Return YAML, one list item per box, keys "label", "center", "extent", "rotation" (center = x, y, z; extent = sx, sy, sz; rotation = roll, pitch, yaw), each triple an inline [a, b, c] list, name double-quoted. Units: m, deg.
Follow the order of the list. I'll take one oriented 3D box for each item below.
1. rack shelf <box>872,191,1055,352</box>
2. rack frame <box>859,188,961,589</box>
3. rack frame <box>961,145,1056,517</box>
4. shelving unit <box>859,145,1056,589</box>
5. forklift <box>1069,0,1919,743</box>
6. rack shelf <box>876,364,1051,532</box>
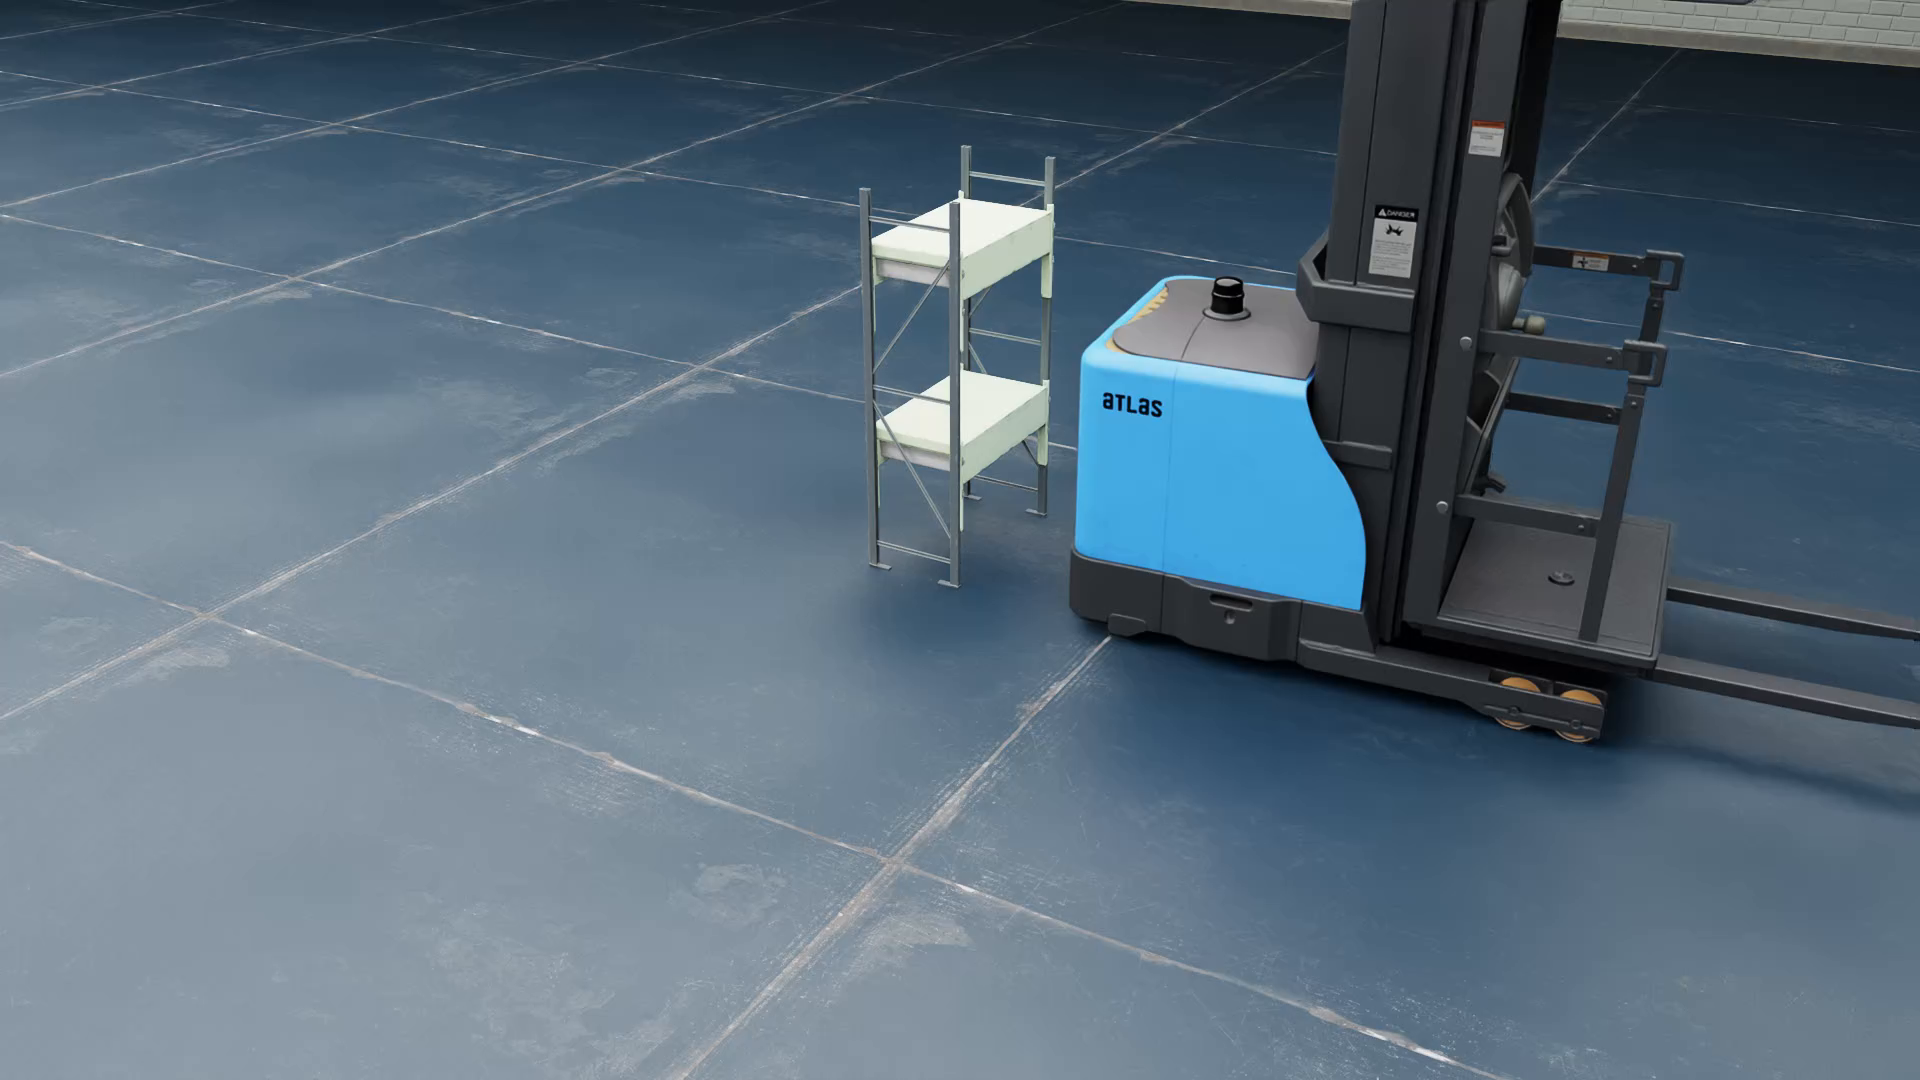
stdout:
- label: "rack shelf"
  center: [0.003, -1.022, 6.245]
  extent: [0.431, 0.370, 0.720]
  rotation: [14, 30, 26]
- label: "rack frame"
  center: [-0.177, -0.531, 6.135]
  extent: [0.400, 1.500, 0.023]
  rotation: [14, 30, 26]
- label: "rack frame"
  center: [0.183, -0.816, 6.704]
  extent: [0.400, 1.500, 0.023]
  rotation: [14, 30, 26]
- label: "shelving unit"
  center: [0.003, -0.673, 6.419]
  extent: [0.431, 1.500, 0.755]
  rotation: [14, 30, 26]
- label: "forklift"
  center: [1.963, -0.921, 5.316]
  extent: [3.031, 2.935, 1.130]
  rotation: [11, 29, 21]
- label: "rack shelf"
  center: [0.003, -0.382, 6.565]
  extent: [0.431, 0.370, 0.720]
  rotation: [14, 30, 26]
